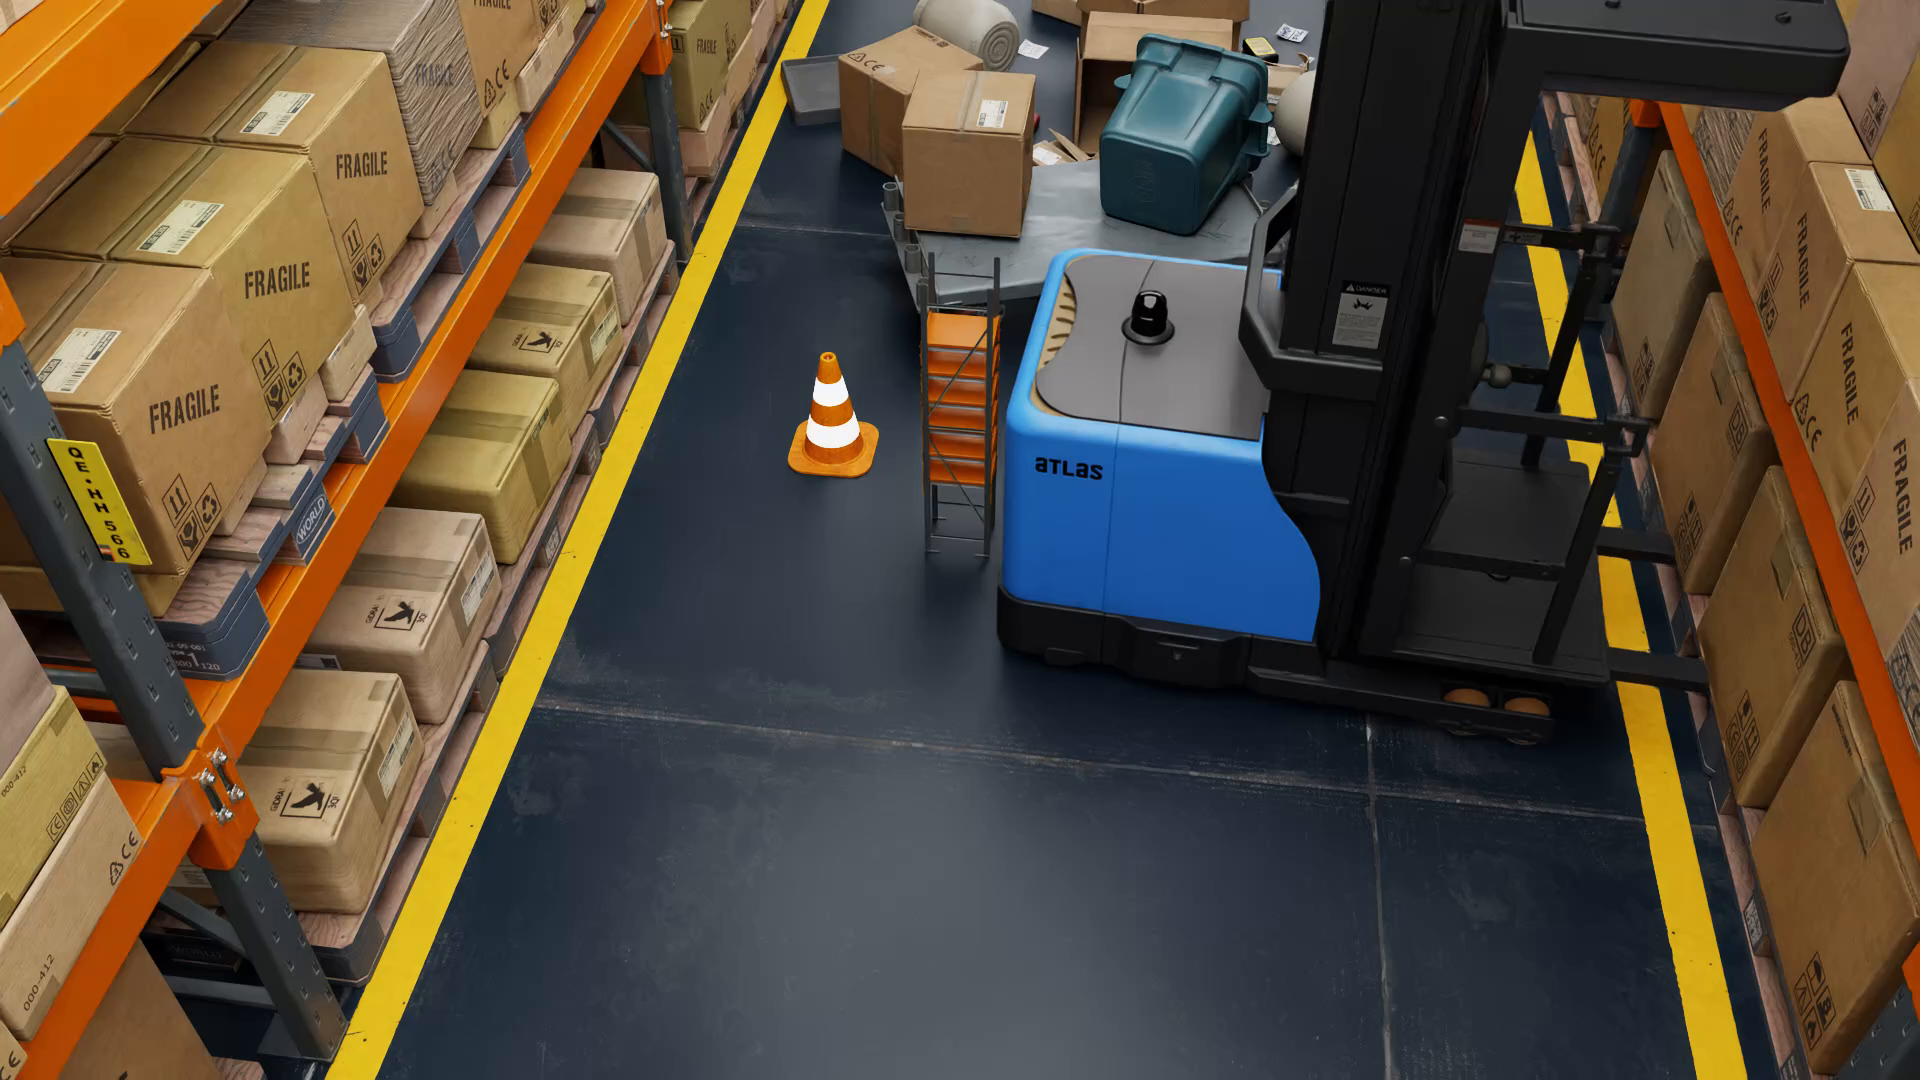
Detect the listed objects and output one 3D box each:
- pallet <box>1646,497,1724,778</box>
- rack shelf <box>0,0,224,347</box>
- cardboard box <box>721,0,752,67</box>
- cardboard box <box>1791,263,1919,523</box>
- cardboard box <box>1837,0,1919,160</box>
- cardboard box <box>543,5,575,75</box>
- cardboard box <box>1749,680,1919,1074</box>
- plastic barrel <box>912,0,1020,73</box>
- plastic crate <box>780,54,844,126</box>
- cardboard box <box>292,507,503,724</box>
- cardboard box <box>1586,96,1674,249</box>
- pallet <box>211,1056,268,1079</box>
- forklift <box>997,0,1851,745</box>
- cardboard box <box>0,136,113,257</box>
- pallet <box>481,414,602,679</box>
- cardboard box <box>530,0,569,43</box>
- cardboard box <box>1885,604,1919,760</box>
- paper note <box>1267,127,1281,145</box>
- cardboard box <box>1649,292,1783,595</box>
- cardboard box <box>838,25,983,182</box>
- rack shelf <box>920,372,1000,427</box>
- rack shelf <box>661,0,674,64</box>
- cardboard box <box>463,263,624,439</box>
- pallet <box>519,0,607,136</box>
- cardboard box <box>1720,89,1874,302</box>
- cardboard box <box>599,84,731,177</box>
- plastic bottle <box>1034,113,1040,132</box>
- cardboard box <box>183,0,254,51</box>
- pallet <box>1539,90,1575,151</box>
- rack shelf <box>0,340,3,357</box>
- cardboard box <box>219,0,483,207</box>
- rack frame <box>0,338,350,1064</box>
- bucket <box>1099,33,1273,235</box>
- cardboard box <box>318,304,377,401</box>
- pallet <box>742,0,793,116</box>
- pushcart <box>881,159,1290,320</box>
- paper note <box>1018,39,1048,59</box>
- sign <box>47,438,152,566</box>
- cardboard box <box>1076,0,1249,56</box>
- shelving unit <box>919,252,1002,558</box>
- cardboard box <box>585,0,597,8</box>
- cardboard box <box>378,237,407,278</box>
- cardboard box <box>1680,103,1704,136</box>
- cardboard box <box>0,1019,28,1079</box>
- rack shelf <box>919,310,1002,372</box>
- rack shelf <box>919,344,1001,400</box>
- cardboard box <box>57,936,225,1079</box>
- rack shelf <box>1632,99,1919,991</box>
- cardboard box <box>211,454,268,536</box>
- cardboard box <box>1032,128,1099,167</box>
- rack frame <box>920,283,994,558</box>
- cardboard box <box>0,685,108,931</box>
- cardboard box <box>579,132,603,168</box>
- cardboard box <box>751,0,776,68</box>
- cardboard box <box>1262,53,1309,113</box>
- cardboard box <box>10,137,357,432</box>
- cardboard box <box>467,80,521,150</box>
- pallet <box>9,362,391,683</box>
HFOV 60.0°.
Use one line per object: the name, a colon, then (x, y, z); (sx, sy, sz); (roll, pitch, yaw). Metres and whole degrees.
pallet: (3.007, 0.335, 5.743); (1.003, 0.211, 1.213); (5, 44, 6)
rack shelf: (-1.992, -1.890, 4.406); (1.077, 0.370, 4.000); (5, 44, 6)
cardboard box: (-1.323, -2.595, 7.958); (0.500, 0.500, 0.500); (7, 44, 7)
cardboard box: (2.591, -0.366, 4.382); (0.500, 0.500, 0.500); (5, 44, 5)
cardboard box: (3.000, -1.409, 4.757); (0.700, 0.500, 0.500); (6, 44, 6)
cardboard box: (-1.573, -1.754, 5.798); (0.380, 0.149, 0.250); (5, 44, 5)
cardboard box: (2.834, 0.940, 4.407); (1.050, 0.750, 0.750); (5, 44, 5)
plastic barrel: (0.029, -2.670, 8.762); (0.421, 0.421, 0.512); (-32, 52, -29)
plastic crate: (-0.707, -2.360, 8.685); (0.402, 0.080, 0.583); (-9, 44, -9)
cardboard box: (-2.082, 0.215, 5.447); (0.950, 0.372, 0.625); (4, 44, 5)
cardboard box: (3.345, -1.847, 7.259); (0.875, 0.875, 0.875); (6, 44, 6)
pallet: (-2.435, 1.844, 4.149); (1.003, 0.211, 1.213); (5, 44, 6)
forklift: (1.699, -0.784, 4.946); (3.031, 2.935, 1.130); (8, 44, 8)
cardboard box: (-2.414, -0.684, 4.197); (0.500, 0.500, 0.500); (5, 44, 5)
pallet: (-1.988, -0.048, 6.147); (1.003, 0.211, 1.213); (5, 44, 6)
cardboard box: (-1.625, -2.048, 5.637); (0.500, 0.500, 0.500); (5, 44, 6)
cardboard box: (2.457, 0.314, 3.664); (0.500, 0.500, 0.500); (5, 44, 6)
paper note: (1.558, -2.055, 8.404); (0.172, 0.023, 0.155); (20, 47, 20)
cardboard box: (3.068, -0.291, 5.707); (1.050, 0.750, 0.750); (5, 44, 6)
cardboard box: (-0.237, -2.125, 8.129); (0.500, 0.500, 0.500); (-32, 52, -29)
rack shelf: (0.002, -0.500, 5.796); (0.258, 0.103, 0.180); (5, 44, 6)
rack shelf: (-1.463, -3.527, 8.316); (1.077, 0.370, 4.000); (5, 44, 6)
cardboard box: (-1.886, -0.776, 6.493); (0.950, 0.372, 0.625); (8, 44, 8)
pallet: (-1.972, -1.848, 6.159); (1.003, 0.211, 1.213); (5, 44, 6)
cardboard box: (2.722, -1.062, 5.117); (0.500, 0.500, 0.500); (5, 44, 5)
cardboard box: (-1.382, -1.957, 7.829); (0.500, 0.250, 0.500); (3, 44, 4)
plastic bottle: (0.302, -2.067, 8.389); (0.133, 0.061, 0.283); (12, 45, 13)
cardboard box: (-2.275, -1.400, 4.953); (0.500, 0.500, 0.500); (4, 44, 4)
pallet: (3.530, -2.376, 8.606); (1.003, 0.211, 1.213); (5, 44, 6)
rack shelf: (-2.520, 0.836, 1.527); (1.077, 0.370, 4.000); (5, 44, 6)
cardboard box: (-1.768, -1.340, 4.889); (0.500, 0.500, 0.500); (4, 44, 4)
rack frame: (-2.256, 0.301, 3.751); (1.000, 3.000, 0.127); (5, 44, 6)
bucket: (0.925, -1.710, 7.149); (0.726, 0.611, 0.620); (20, 57, 20)
cardboard box: (-1.819, -0.522, 4.497); (0.380, 0.149, 0.250); (5, 44, 6)
pallet: (-1.515, -2.707, 8.956); (1.003, 0.211, 1.213); (5, 44, 6)
pushcart: (0.539, -1.300, 7.348); (1.648, 0.377, 0.936); (-9, 44, -9)
paper note: (0.389, -2.679, 9.065); (0.148, 0.019, 0.142); (20, 47, 20)
sign: (-1.705, -0.071, 3.302); (0.100, 0.325, 0.005); (5, 44, 6)
cardboard box: (1.079, -2.818, 8.860); (0.797, 0.503, 0.637); (-24, 48, -23)
shelving unit: (0.002, -0.446, 5.848); (0.258, 1.200, 0.189); (5, 44, 6)
cardboard box: (-1.522, -2.111, 6.175); (0.380, 0.149, 0.250); (6, 44, 6)
cardboard box: (-1.866, -0.890, 4.885); (0.380, 0.149, 0.250); (7, 44, 7)
cardboard box: (2.856, -1.746, 5.840); (0.500, 0.500, 0.500); (6, 44, 6)
cardboard box: (-2.118, 1.073, 3.044); (0.500, 0.250, 0.500); (6, 44, 6)
rack shelf: (0.002, -0.675, 5.631); (0.258, 0.103, 0.180); (5, 44, 6)
rack shelf: (0.002, -0.588, 5.713); (0.258, 0.103, 0.180); (5, 44, 6)
cardboard box: (-2.430, 1.383, 3.848); (0.875, 0.875, 0.875); (5, 44, 5)
rack shelf: (2.928, -0.420, 5.035); (1.077, 0.370, 4.000); (5, 44, 6)
cardboard box: (-1.958, -0.155, 4.109); (0.380, 0.149, 0.250); (3, 44, 3)
cardboard box: (0.508, -1.793, 7.950); (0.258, 0.266, 0.396); (-24, 48, -23)
rack frame: (-0.010, -0.383, 5.782); (0.240, 1.200, 0.006); (5, 44, 6)
cardboard box: (-2.068, 0.527, 3.257); (0.500, 0.250, 0.500); (5, 44, 5)
cardboard box: (-1.916, -2.007, 7.882); (0.500, 0.250, 0.500); (7, 44, 7)
cardboard box: (-1.255, -2.683, 8.597); (0.500, 0.250, 0.500); (5, 44, 5)
cardboard box: (1.594, -2.390, 8.581); (0.396, 0.266, 0.258); (12, 45, 13)
cardboard box: (-1.905, -0.637, 4.147); (0.500, 0.500, 0.500); (7, 44, 8)
cardboard box: (-1.671, -1.417, 5.442); (0.380, 0.149, 0.250); (5, 44, 5)
pallet: (-2.267, -0.125, 4.340); (1.213, 0.211, 1.003); (5, 44, 6)
